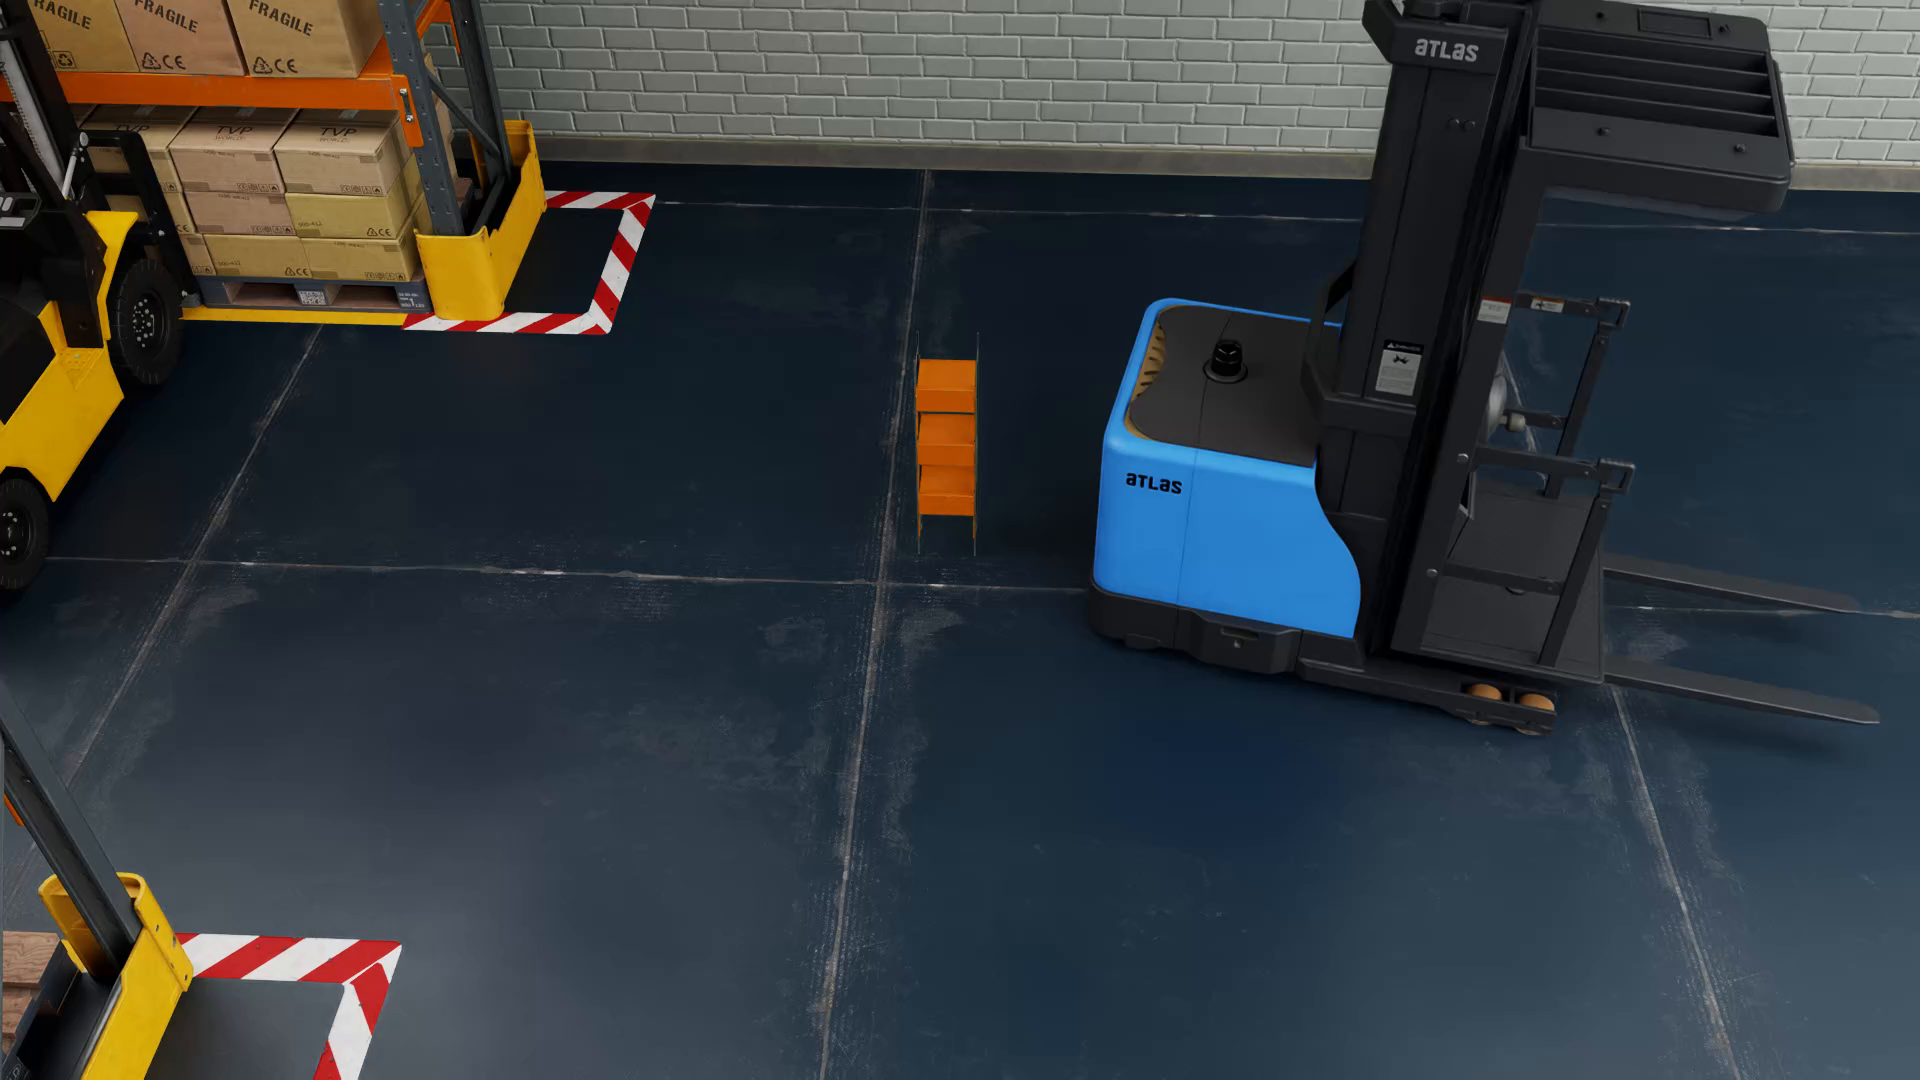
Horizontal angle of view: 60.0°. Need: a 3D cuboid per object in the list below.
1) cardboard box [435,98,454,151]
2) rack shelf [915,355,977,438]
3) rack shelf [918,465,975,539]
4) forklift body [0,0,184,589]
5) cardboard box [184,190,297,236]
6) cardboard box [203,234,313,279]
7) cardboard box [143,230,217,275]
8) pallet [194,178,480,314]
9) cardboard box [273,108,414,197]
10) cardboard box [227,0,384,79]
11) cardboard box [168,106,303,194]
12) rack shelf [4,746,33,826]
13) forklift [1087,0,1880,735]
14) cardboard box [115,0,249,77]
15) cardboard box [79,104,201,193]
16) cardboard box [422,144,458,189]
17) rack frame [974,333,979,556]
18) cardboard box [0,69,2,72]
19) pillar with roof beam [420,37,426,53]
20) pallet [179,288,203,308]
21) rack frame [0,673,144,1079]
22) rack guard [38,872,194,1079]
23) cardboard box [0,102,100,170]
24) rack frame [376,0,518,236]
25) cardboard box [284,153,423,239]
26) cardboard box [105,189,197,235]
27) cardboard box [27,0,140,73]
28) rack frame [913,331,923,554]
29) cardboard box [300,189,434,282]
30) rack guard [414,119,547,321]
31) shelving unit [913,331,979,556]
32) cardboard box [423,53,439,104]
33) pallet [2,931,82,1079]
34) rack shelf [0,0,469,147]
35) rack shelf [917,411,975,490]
[{"bbox_3d":[-3.001,-2.111,8.743,0.500,0.250,0.500,2,43,3],"label":"cardboard box"},{"bbox_3d":[-0.053,-0.586,6.793,0.240,0.259,0.215,2,43,2],"label":"rack shelf"},{"bbox_3d":[-0.053,-0.175,7.176,0.240,0.259,0.215,2,43,2],"label":"rack shelf"},{"bbox_3d":[-4.517,-1.130,6.970,1.214,2.155,2.313,2,43,2],"label":"forklift body"},{"bbox_3d":[-3.542,-1.780,8.388,0.500,0.250,0.500,1,43,1],"label":"cardboard box"},{"bbox_3d":[-3.521,-1.593,8.554,0.500,0.250,0.500,2,43,2],"label":"cardboard box"},{"bbox_3d":[-4.020,-1.615,8.577,0.500,0.250,0.500,2,43,2],"label":"cardboard box"},{"bbox_3d":[-3.307,-1.599,8.897,1.213,0.211,1.003,2,43,2],"label":"pallet"},{"bbox_3d":[-3.015,-1.940,8.193,0.500,0.250,0.500,3,43,3],"label":"cardboard box"},{"bbox_3d":[-3.044,-2.497,7.742,0.500,0.500,0.500,1,43,1],"label":"cardboard box"},{"bbox_3d":[-3.525,-1.951,8.205,0.500,0.250,0.500,2,43,3],"label":"cardboard box"},{"bbox_3d":[-4.758,0.957,4.635,4.000,0.370,1.077,2,43,2],"label":"rack shelf"},{"bbox_3d":[2.099,-0.714,5.952,3.031,2.935,1.130,11,44,11],"label":"forklift"},{"bbox_3d":[-3.562,-2.520,7.766,0.500,0.500,0.500,3,43,3],"label":"cardboard box"},{"bbox_3d":[-4.030,-1.960,8.215,0.500,0.250,0.500,2,43,2],"label":"cardboard box"},{"bbox_3d":[-3.023,-1.920,8.905,0.500,0.250,0.500,2,43,2],"label":"cardboard box"},{"bbox_3d":[0.068,-0.382,6.975,0.008,1.050,0.200,2,43,2],"label":"rack frame"},{"bbox_3d":[-4.577,-2.543,7.791,0.500,0.500,0.500,2,43,2],"label":"cardboard box"},{"bbox_3d":[-3.390,-2.523,3.442,0.400,9.000,9.100,2,43,2],"label":"pillar with roof beam"},{"bbox_3d":[-4.522,-1.639,8.939,1.213,0.211,1.003,2,43,2],"label":"pallet"},{"bbox_3d":[-2.761,0.755,4.324,0.127,3.000,1.000,2,43,2],"label":"rack frame"},{"bbox_3d":[-2.836,1.668,5.178,0.348,0.500,1.175,2,43,2],"label":"rack guard"},{"bbox_3d":[-4.535,-1.981,8.237,0.500,0.250,0.500,1,43,1],"label":"cardboard box"},{"bbox_3d":[-2.541,-2.625,7.952,0.127,3.000,1.000,2,43,2],"label":"rack frame"},{"bbox_3d":[-3.041,-1.757,8.363,0.500,0.250,0.500,1,43,1],"label":"cardboard box"},{"bbox_3d":[-4.058,-1.781,8.389,0.500,0.250,0.500,1,43,1],"label":"cardboard box"},{"bbox_3d":[-4.074,-2.535,7.783,0.500,0.500,0.500,1,43,1],"label":"cardboard box"},{"bbox_3d":[-0.175,-0.390,6.983,0.008,1.050,0.200,2,43,2],"label":"rack frame"},{"bbox_3d":[-3.024,-1.571,8.531,0.500,0.250,0.500,2,43,2],"label":"cardboard box"},{"bbox_3d":[-2.517,-1.709,8.803,0.348,0.500,1.175,2,43,2],"label":"rack guard"},{"bbox_3d":[-0.053,-0.386,6.979,0.252,1.050,0.215,2,43,2],"label":"shelving unit"},{"bbox_3d":[-3.012,-2.282,8.560,0.500,0.250,0.500,1,43,1],"label":"cardboard box"},{"bbox_3d":[-3.646,1.724,5.329,1.213,0.211,1.003,2,43,2],"label":"pallet"},{"bbox_3d":[-4.539,-2.423,8.263,4.000,0.370,1.077,2,43,2],"label":"rack shelf"},{"bbox_3d":[-0.053,-0.378,6.986,0.240,0.259,0.215,2,43,2],"label":"rack shelf"}]
